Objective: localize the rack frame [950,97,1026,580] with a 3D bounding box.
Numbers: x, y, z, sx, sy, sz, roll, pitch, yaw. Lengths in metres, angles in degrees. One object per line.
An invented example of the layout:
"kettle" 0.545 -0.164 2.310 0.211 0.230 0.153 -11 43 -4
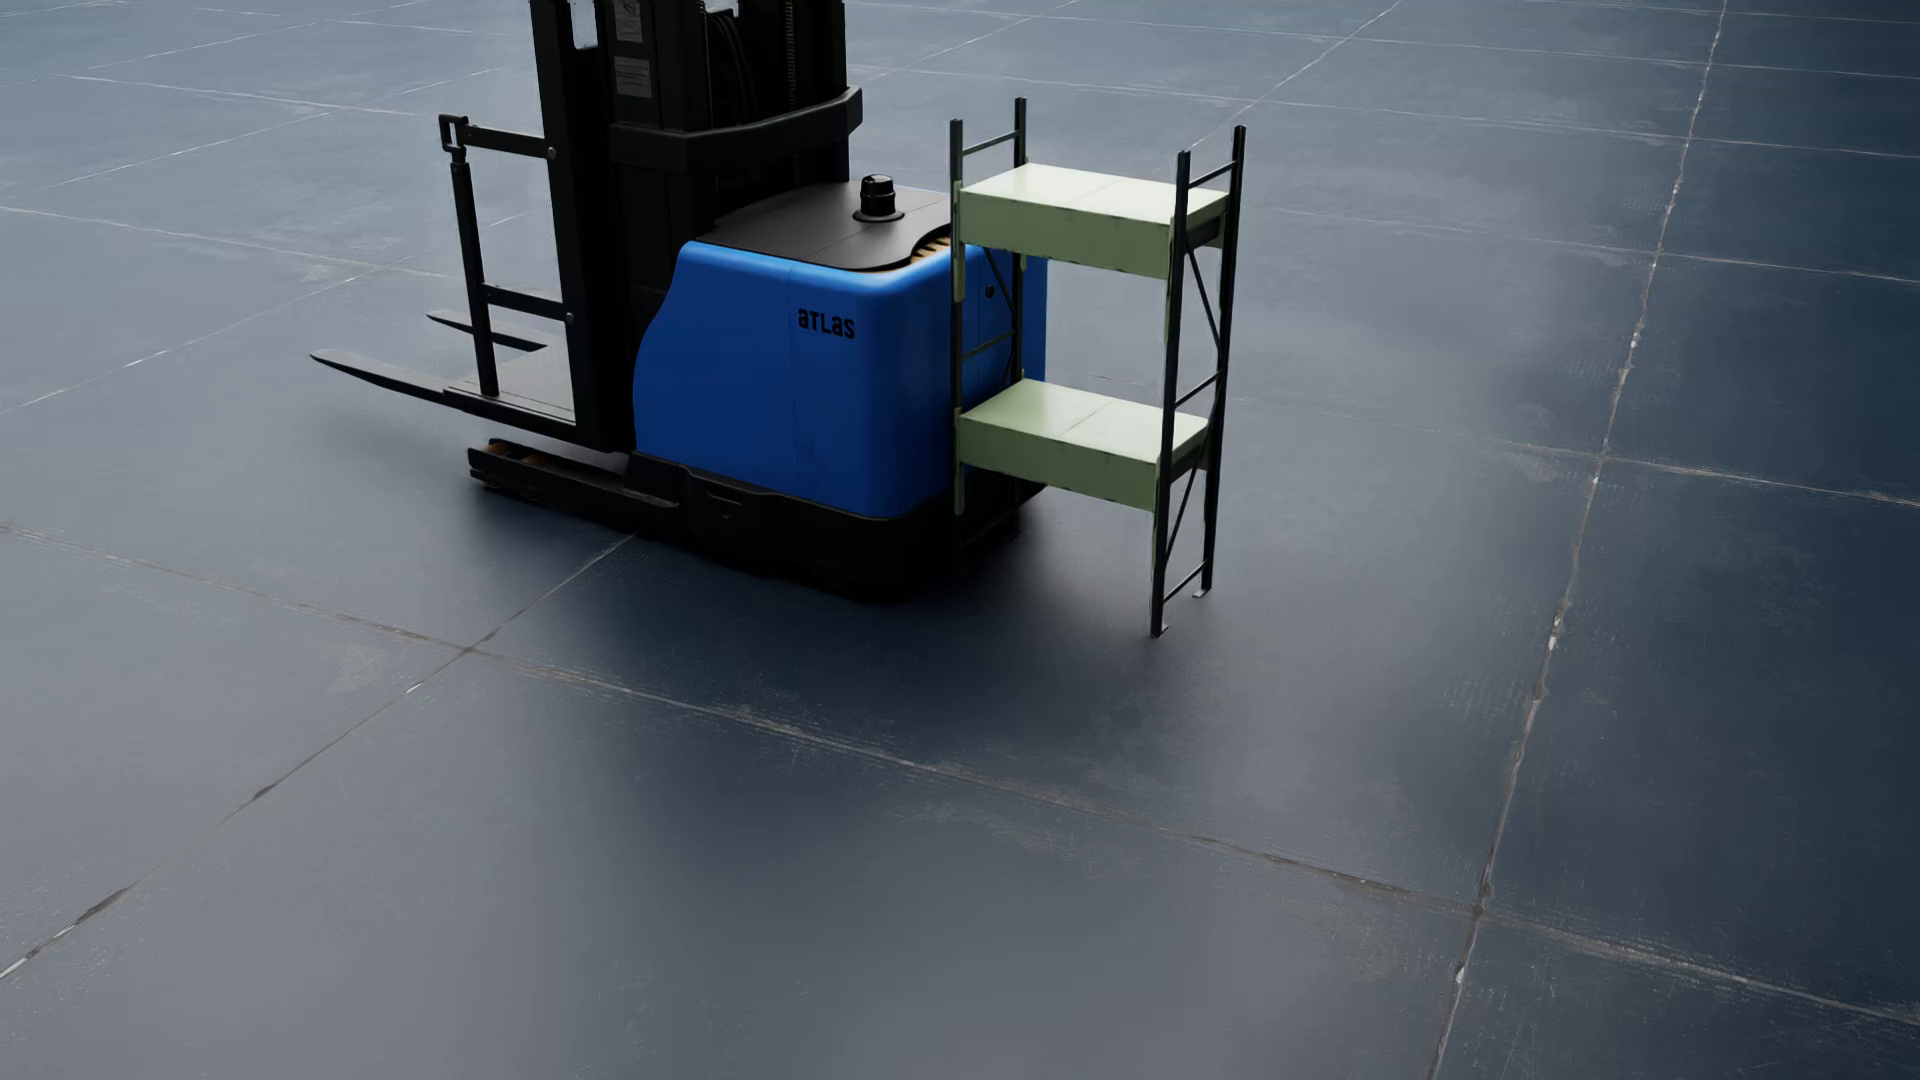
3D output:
"rack frame" 0.088 -0.618 5.308 0.023 1.500 0.400 16 30 29

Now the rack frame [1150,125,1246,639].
"rack frame" 0.704 -0.443 4.953 0.023 1.500 0.400 16 30 29

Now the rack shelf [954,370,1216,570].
"rack shelf" 0.396 -0.238 5.274 0.720 0.370 0.431 16 30 29

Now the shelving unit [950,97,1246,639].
"shelving unit" 0.396 -0.531 5.130 0.755 1.500 0.431 16 30 29

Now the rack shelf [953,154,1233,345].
"rack shelf" 0.396 -0.881 4.958 0.720 0.370 0.431 16 30 29

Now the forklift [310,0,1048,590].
"forklift" -1.203 -1.636 5.754 3.031 2.935 1.130 16 30 29
